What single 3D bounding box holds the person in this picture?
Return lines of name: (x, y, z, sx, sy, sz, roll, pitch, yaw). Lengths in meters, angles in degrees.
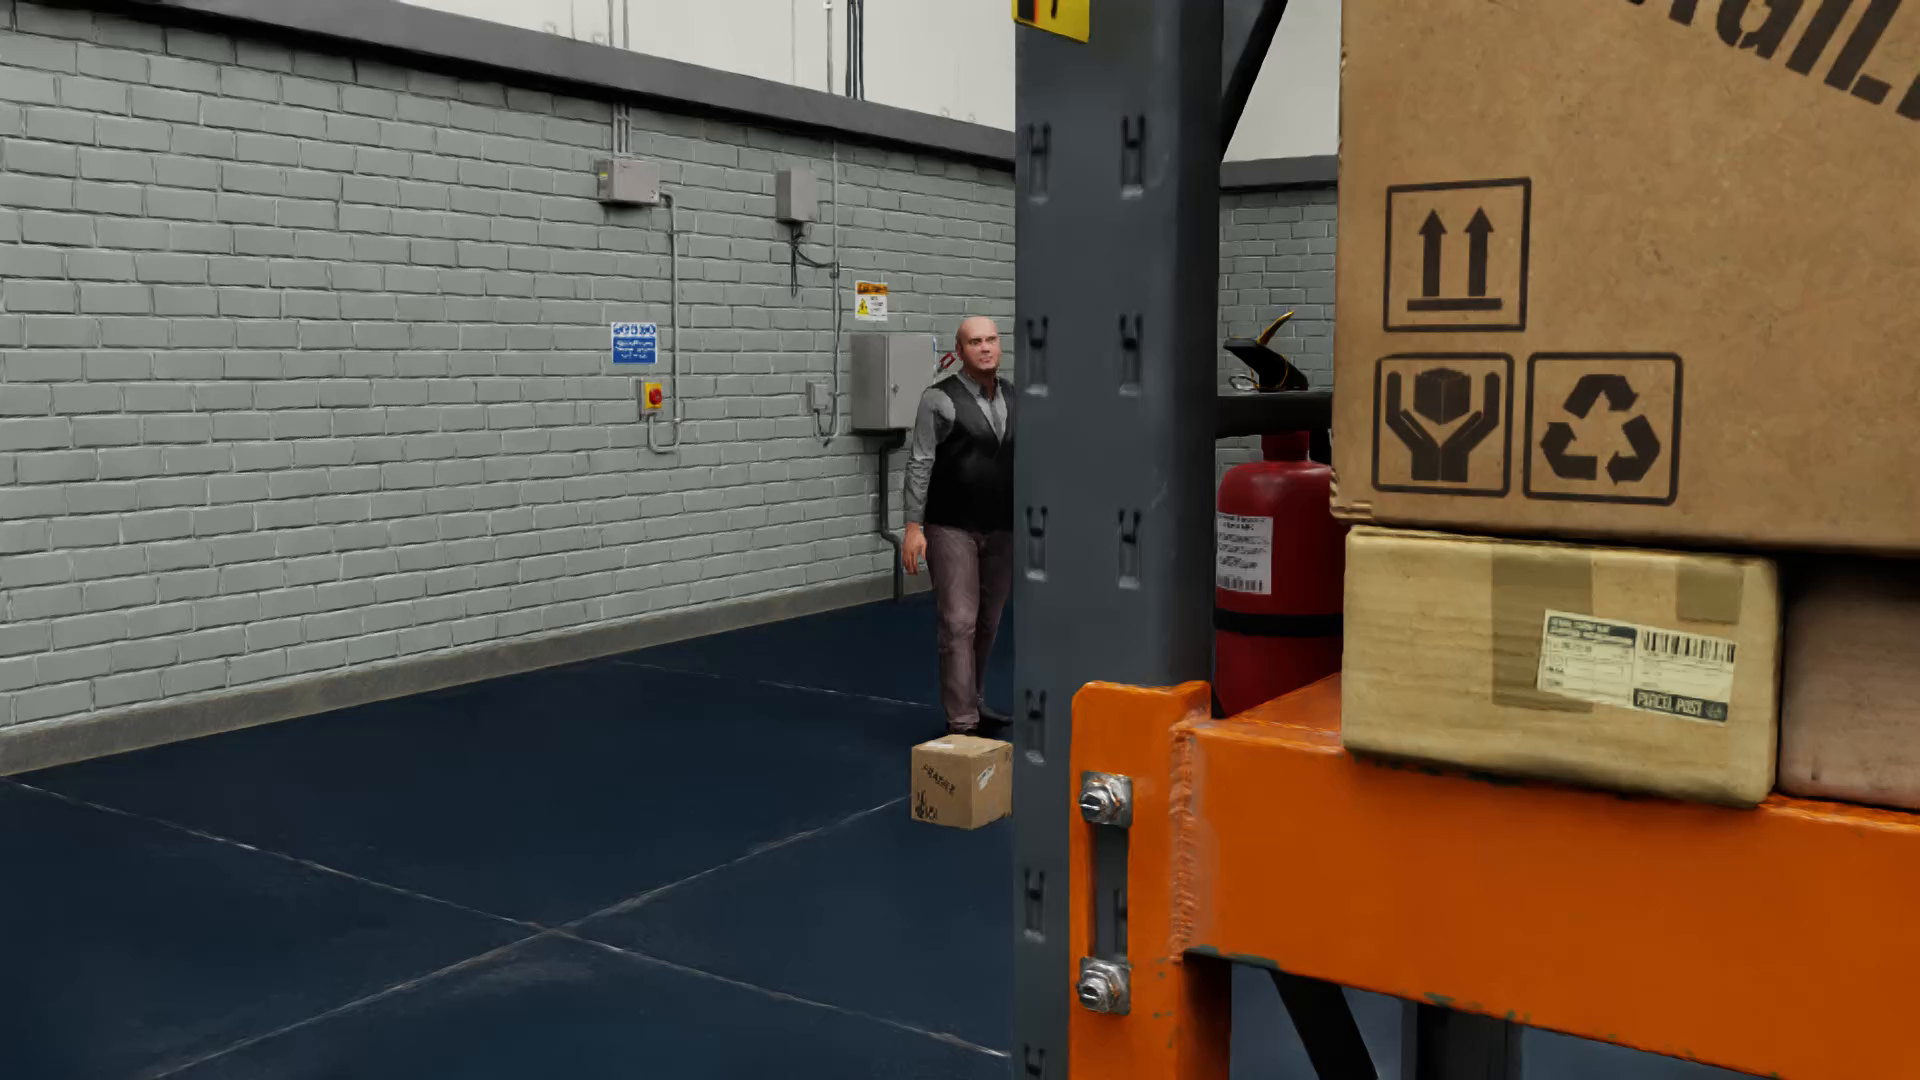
person: (0.080, -0.030, 6.571, 0.612, 1.699, 0.765, -4, 8, -35)
